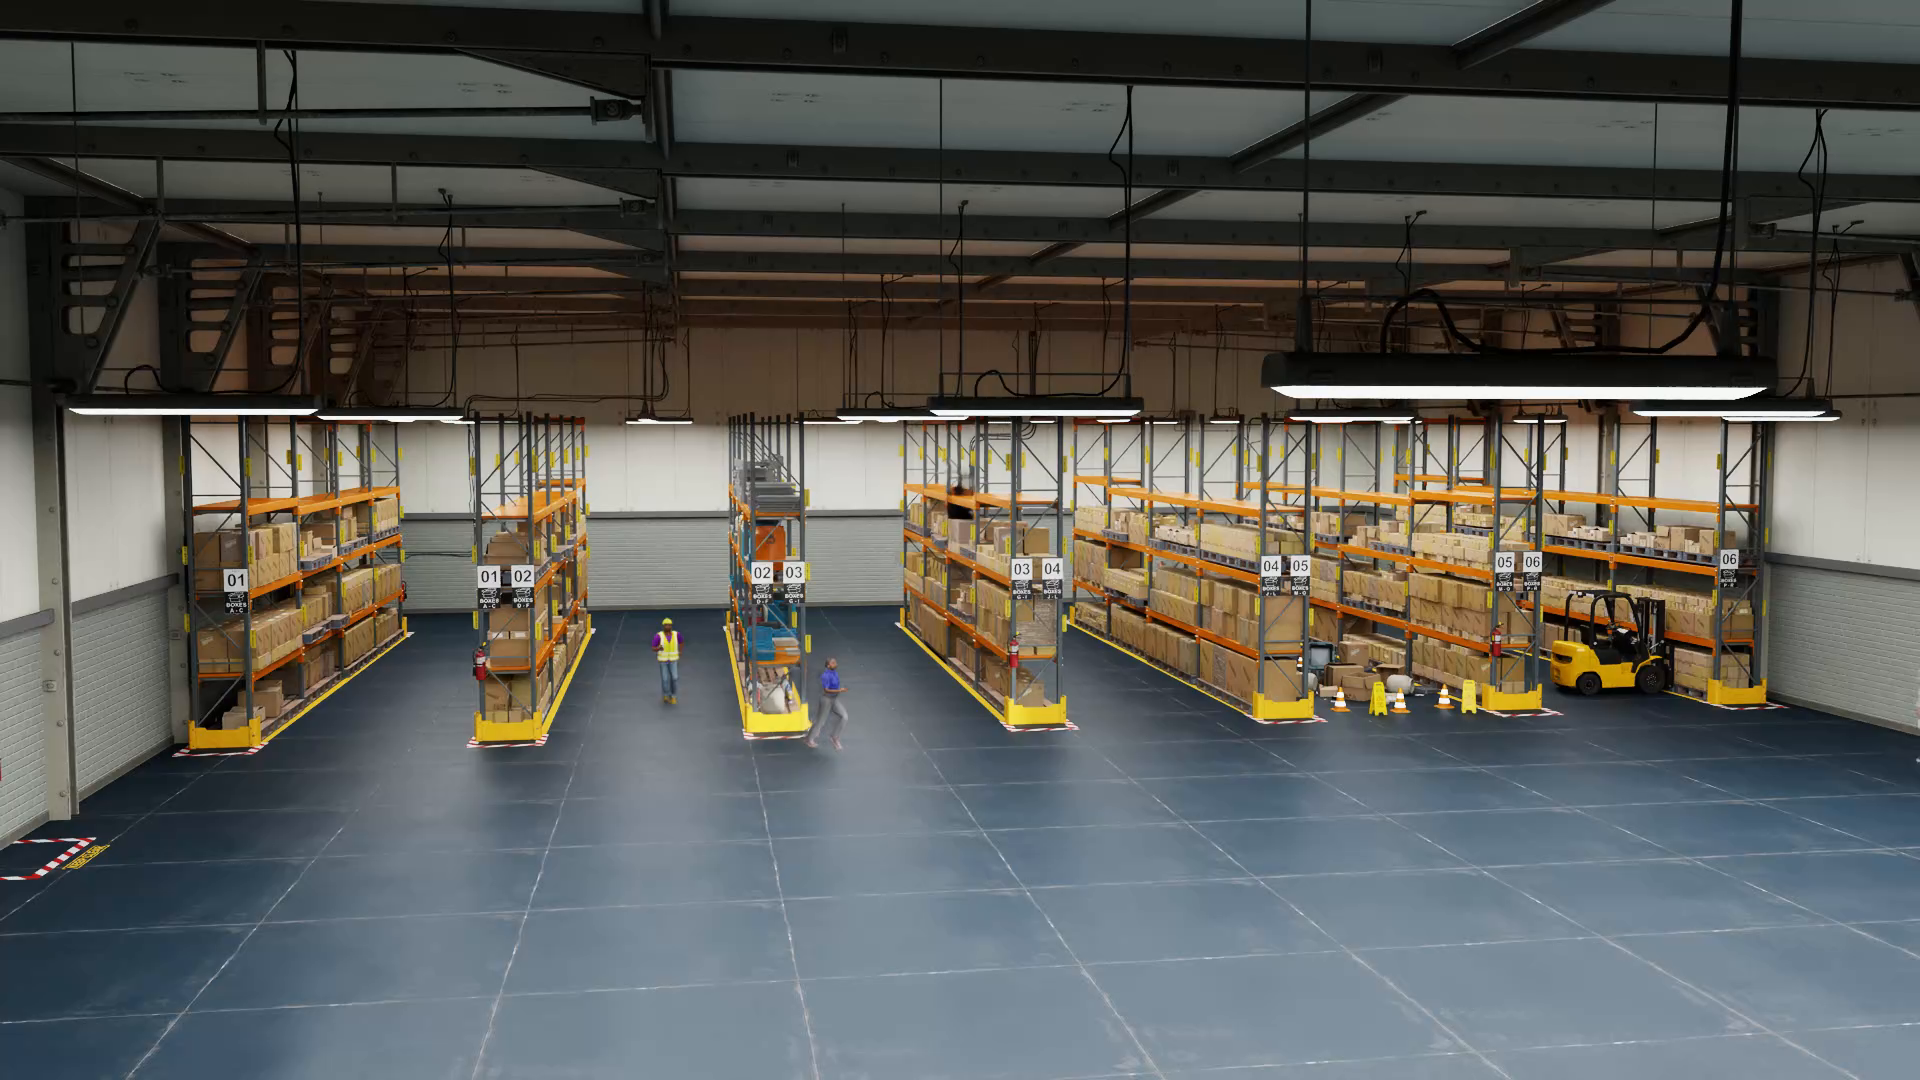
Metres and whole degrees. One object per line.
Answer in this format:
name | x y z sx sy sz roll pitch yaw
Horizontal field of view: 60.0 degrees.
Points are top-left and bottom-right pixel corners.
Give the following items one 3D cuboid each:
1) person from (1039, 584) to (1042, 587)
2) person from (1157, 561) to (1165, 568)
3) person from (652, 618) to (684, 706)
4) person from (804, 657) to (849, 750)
person | 2.411 1.807 45.942 0.705 1.719 1.023 -1 4 -9
person | 6.083 1.482 50.283 0.601 1.690 0.676 -1 4 -12
person | -6.001 2.518 34.244 0.673 1.812 0.706 -1 4 -14
person | -2.321 2.897 29.491 0.867 1.675 0.585 2 4 26
